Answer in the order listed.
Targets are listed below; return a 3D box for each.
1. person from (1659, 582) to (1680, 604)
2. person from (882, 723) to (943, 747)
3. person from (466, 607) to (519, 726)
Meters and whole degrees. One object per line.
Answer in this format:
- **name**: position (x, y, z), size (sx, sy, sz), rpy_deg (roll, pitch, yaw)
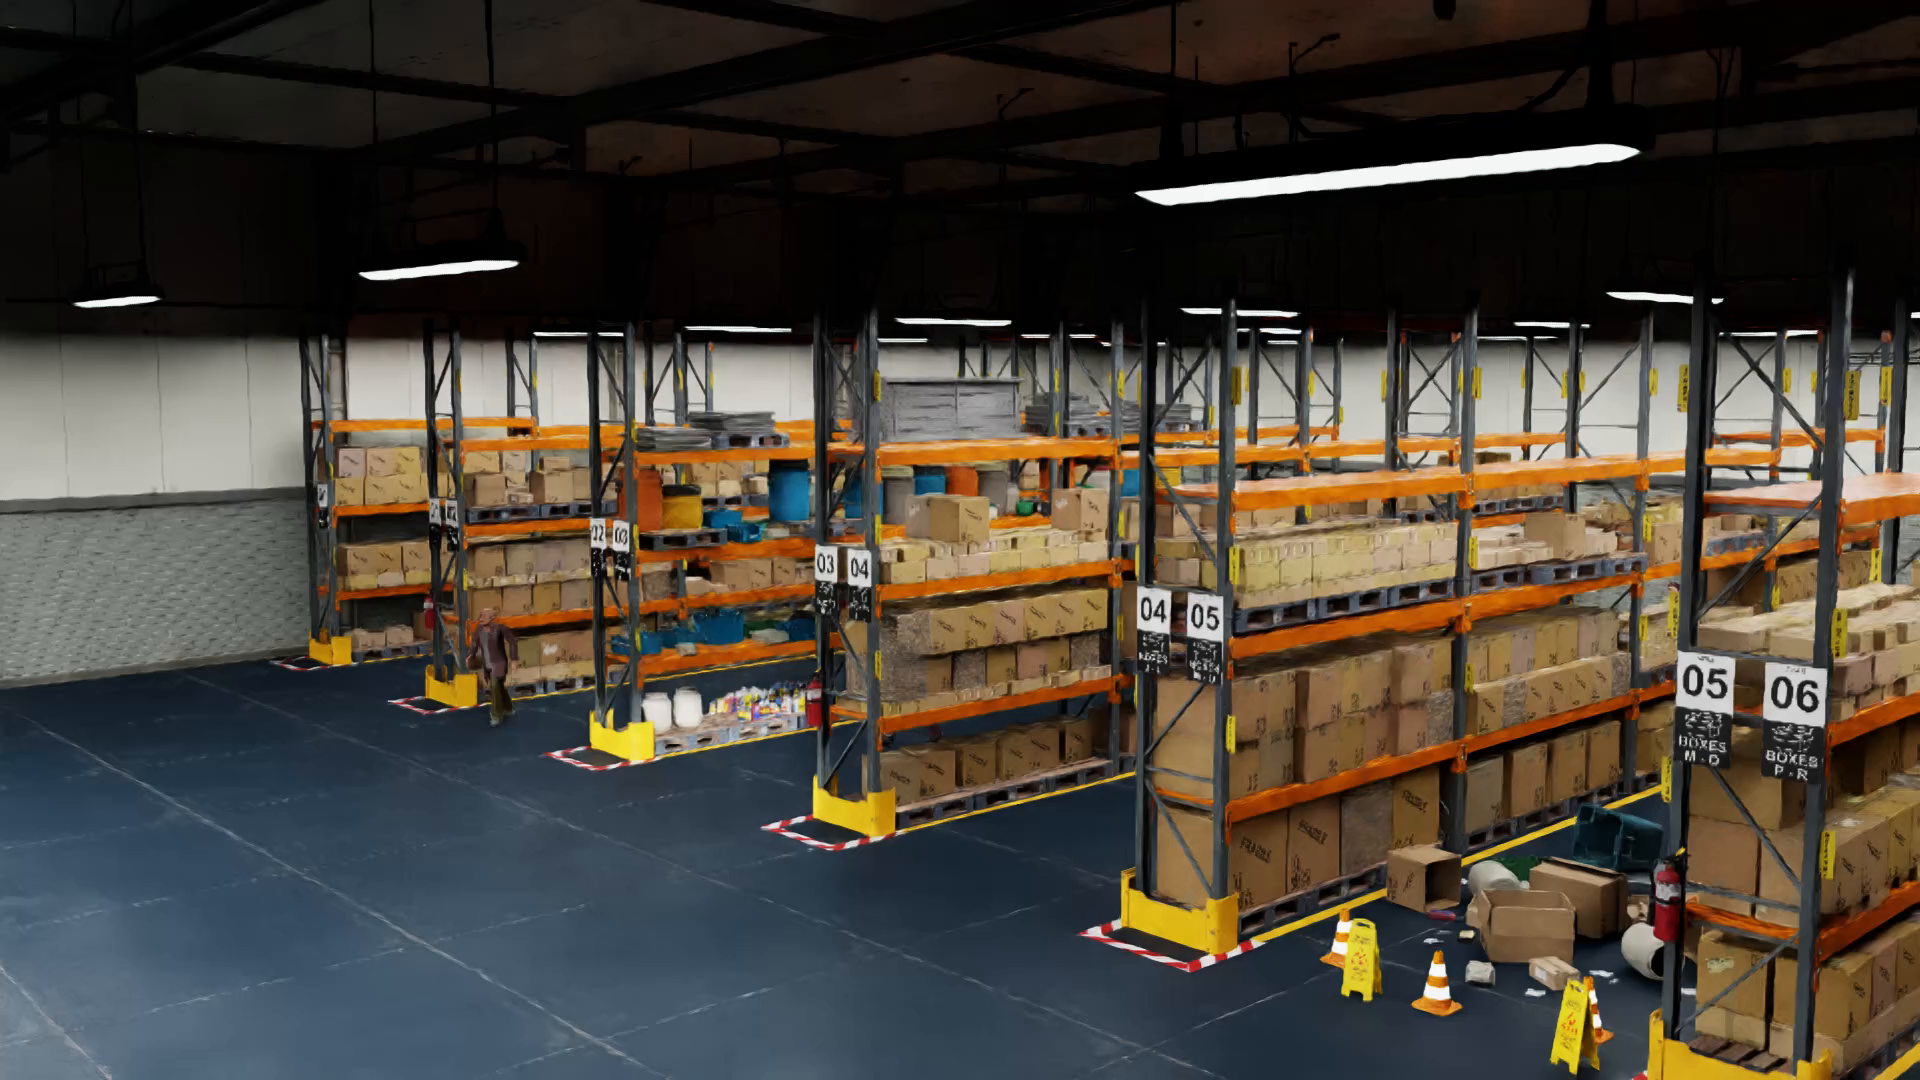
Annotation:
- **person**: position (12.183, 1.506, 28.352), size (0.598, 1.619, 0.507), rpy_deg (6, 8, 45)
- **person**: position (-0.705, 2.027, 22.824), size (1.031, 1.665, 0.539), rpy_deg (-4, 7, -34)
- **person**: position (-6.845, 1.826, 24.521), size (0.717, 1.713, 0.900), rpy_deg (3, 7, 30)
